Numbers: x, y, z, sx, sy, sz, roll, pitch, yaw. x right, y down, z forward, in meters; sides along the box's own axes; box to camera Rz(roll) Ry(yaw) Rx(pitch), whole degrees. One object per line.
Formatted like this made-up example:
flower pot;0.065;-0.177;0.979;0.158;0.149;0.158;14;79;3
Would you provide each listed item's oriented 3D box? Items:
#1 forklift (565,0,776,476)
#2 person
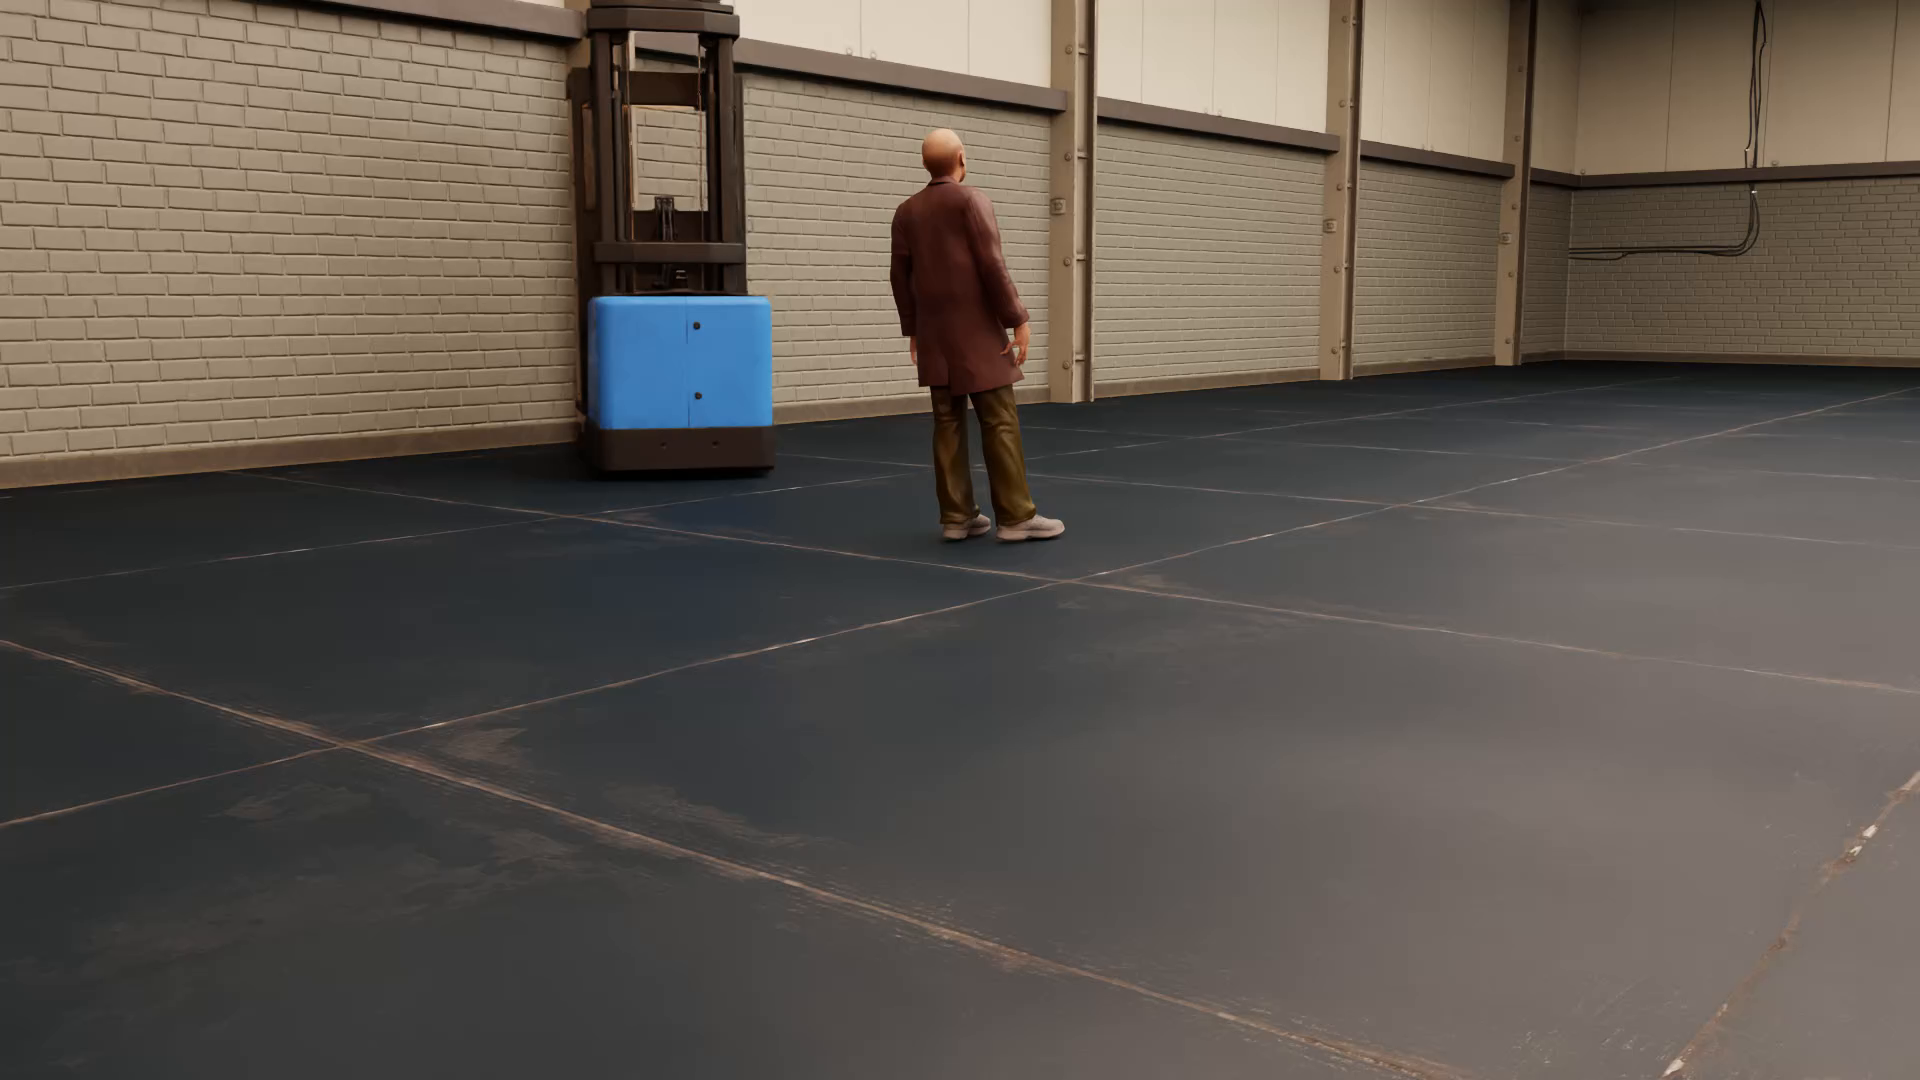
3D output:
forklift;-2.004;-2.009;11.013;1.130;2.935;3.031;-2;9;-16
person;0.061;-0.896;7.342;0.696;1.775;0.582;7;11;38
